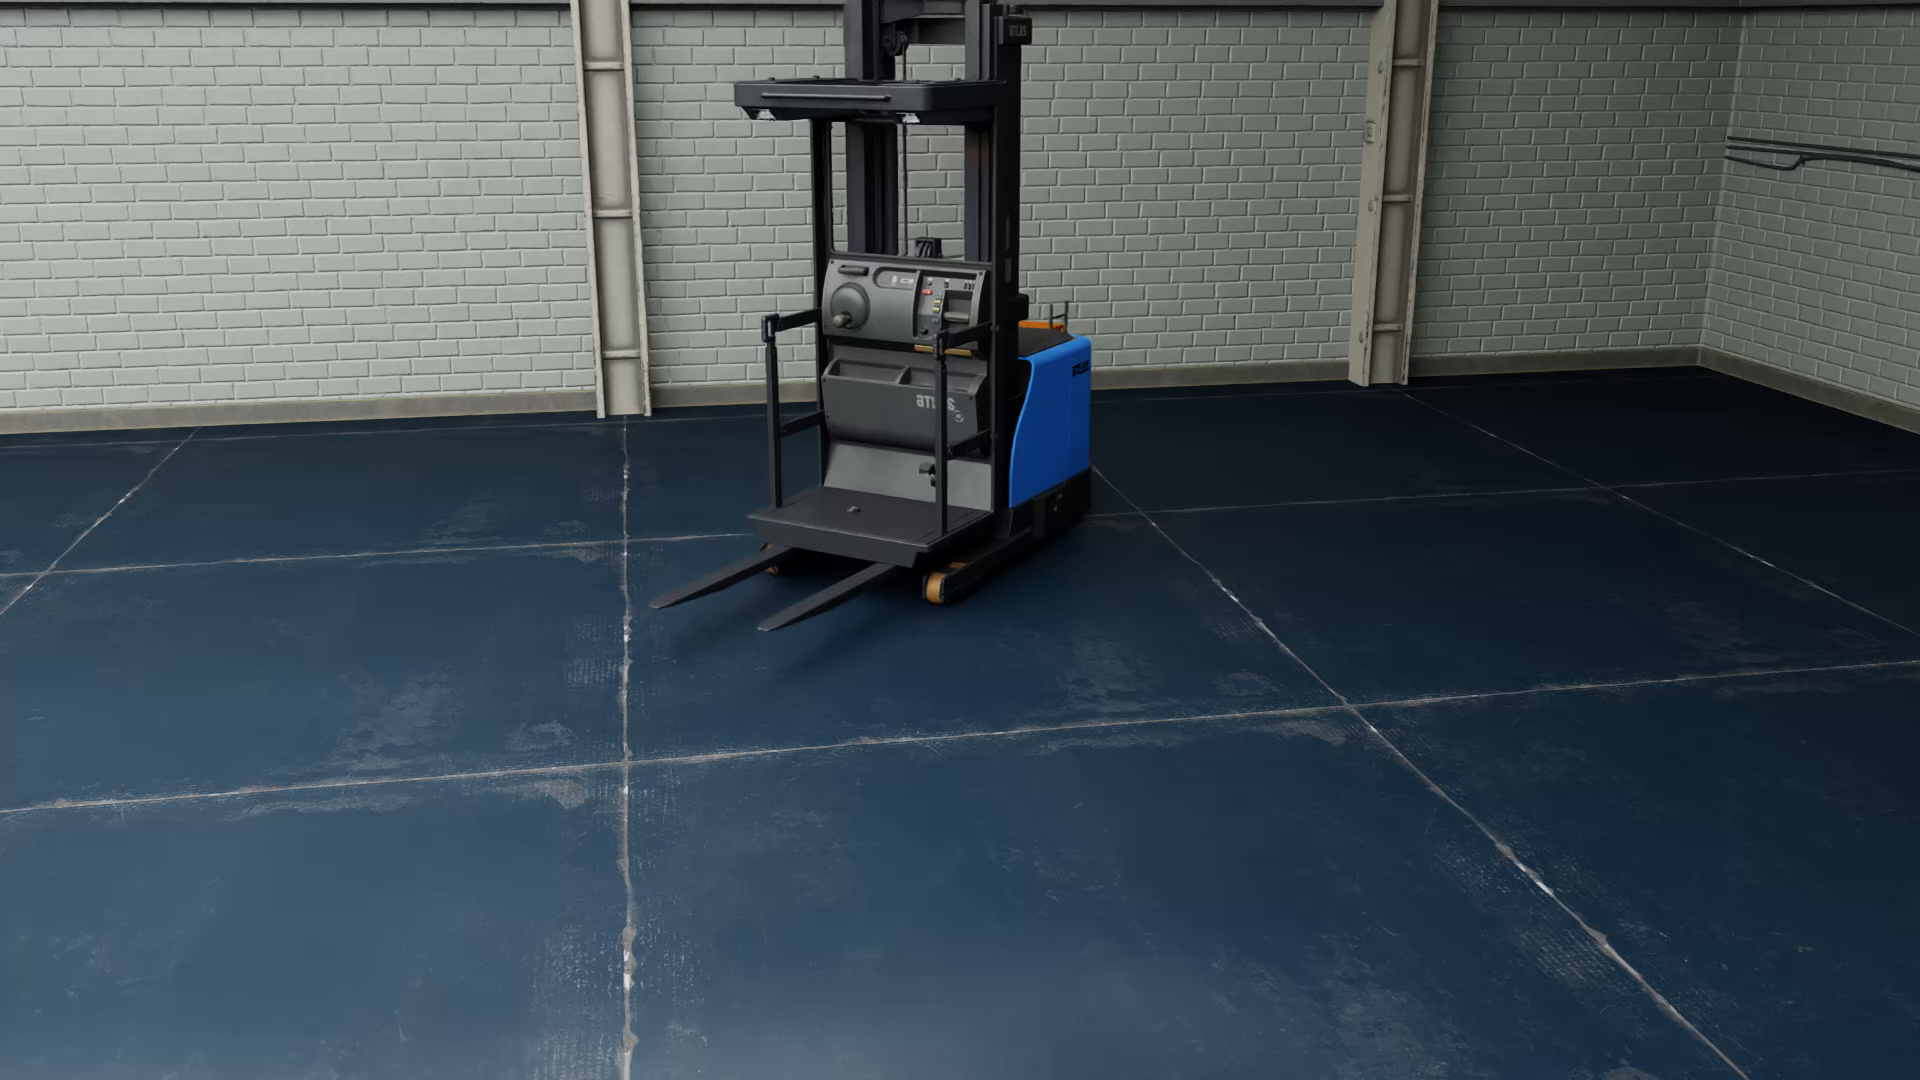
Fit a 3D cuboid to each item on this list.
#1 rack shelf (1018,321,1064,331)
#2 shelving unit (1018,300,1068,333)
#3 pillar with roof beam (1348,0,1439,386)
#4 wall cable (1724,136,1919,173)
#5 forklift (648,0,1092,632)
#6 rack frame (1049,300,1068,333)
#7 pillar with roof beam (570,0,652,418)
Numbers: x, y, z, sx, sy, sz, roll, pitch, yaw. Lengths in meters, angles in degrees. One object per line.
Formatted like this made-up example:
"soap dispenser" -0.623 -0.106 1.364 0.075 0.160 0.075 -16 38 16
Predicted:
"rack shelf" 0.360 -1.226 9.907 0.480 0.148 0.258 9 17 26
"shelving unit" 0.354 -0.847 10.011 0.503 1.200 0.258 9 17 26
"pillar with roof beam" 4.206 -4.348 8.140 0.400 9.000 9.100 -3 17 -10
"wall cable" 6.532 -3.887 11.930 0.112 2.526 3.097 -3 17 -10
"forklift" -0.394 -1.227 8.316 1.130 2.935 3.031 9 19 28
"rack frame" 0.570 -0.814 9.903 0.015 1.200 0.240 9 17 26
"pillar with roof beam" -1.685 -4.013 7.052 0.400 9.000 9.100 -3 17 -10
